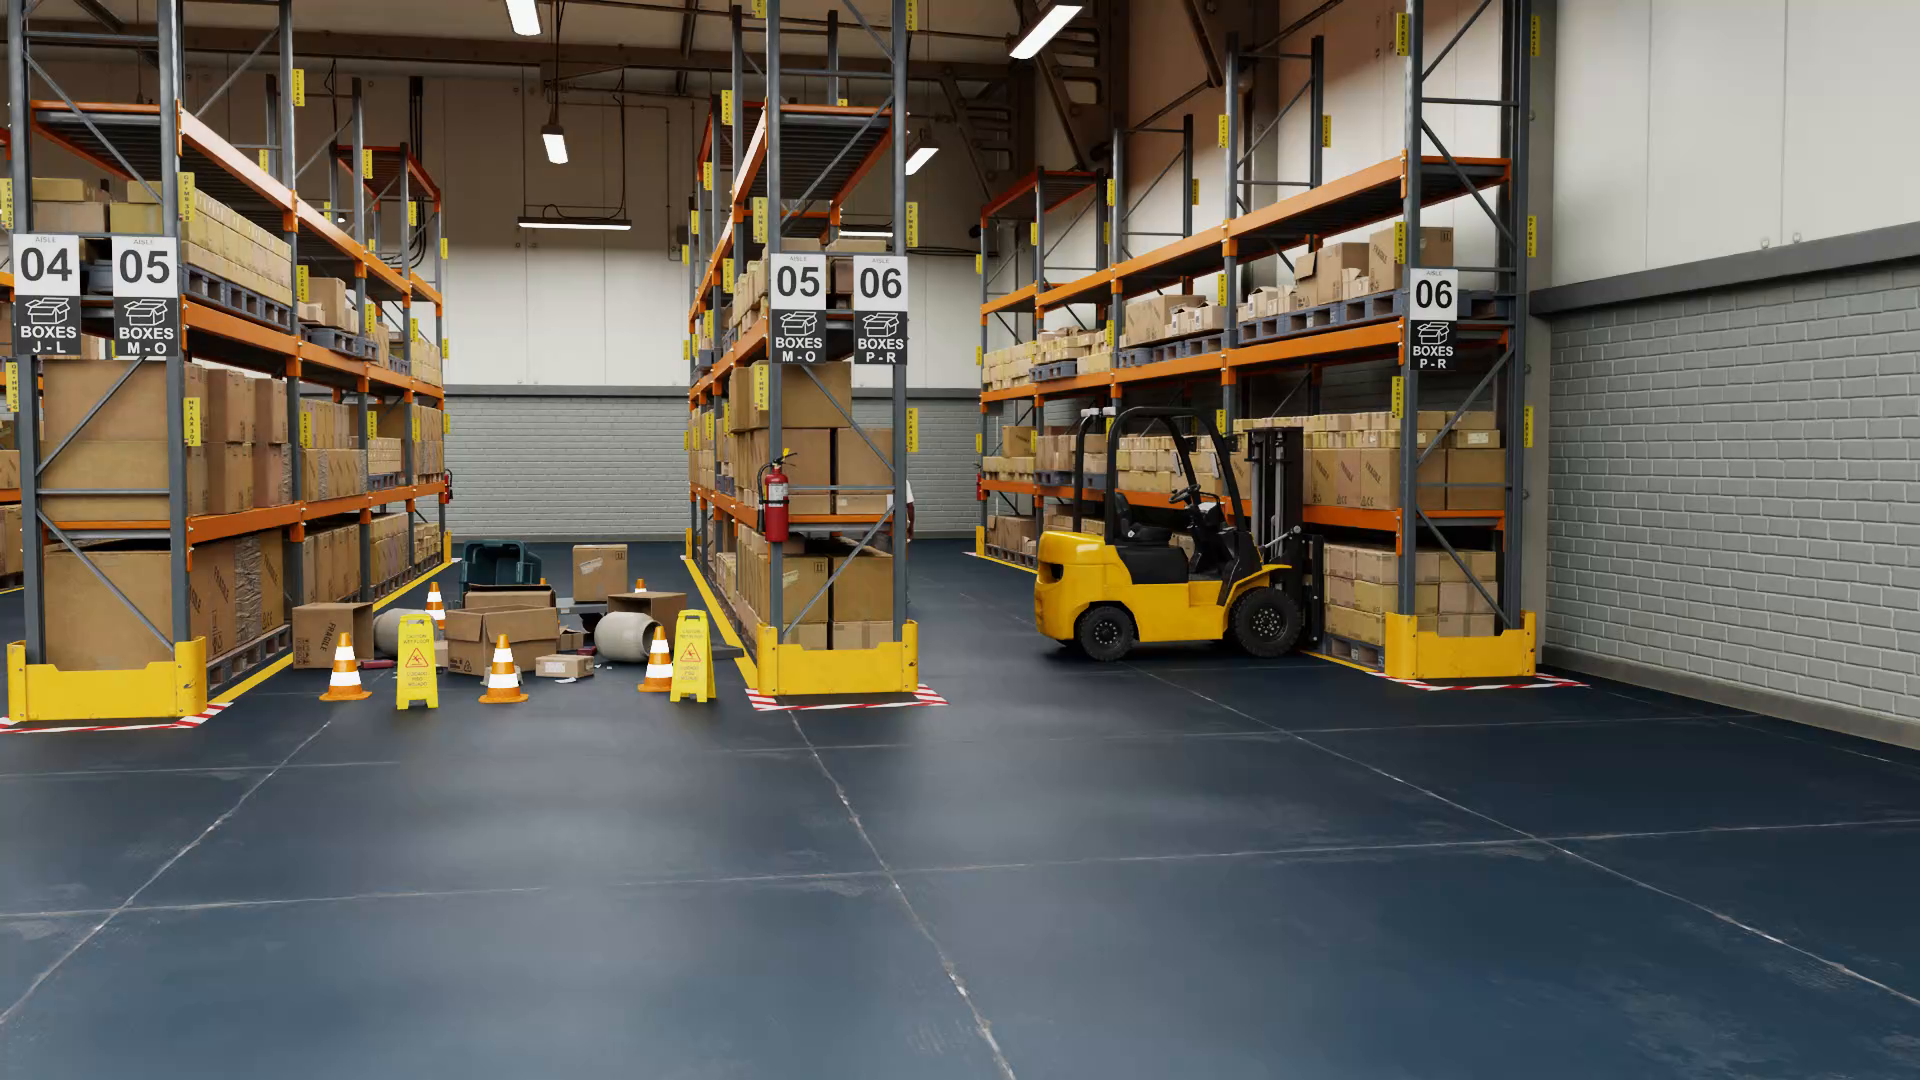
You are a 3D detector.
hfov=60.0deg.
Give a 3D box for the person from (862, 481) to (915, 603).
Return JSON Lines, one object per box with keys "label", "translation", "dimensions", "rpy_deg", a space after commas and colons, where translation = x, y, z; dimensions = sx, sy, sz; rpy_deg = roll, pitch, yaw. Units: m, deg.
{"label": "person", "translation": [-0.845, -0.136, 19.540], "dimensions": [0.634, 1.760, 0.459], "rpy_deg": [-1, 3, -16]}
